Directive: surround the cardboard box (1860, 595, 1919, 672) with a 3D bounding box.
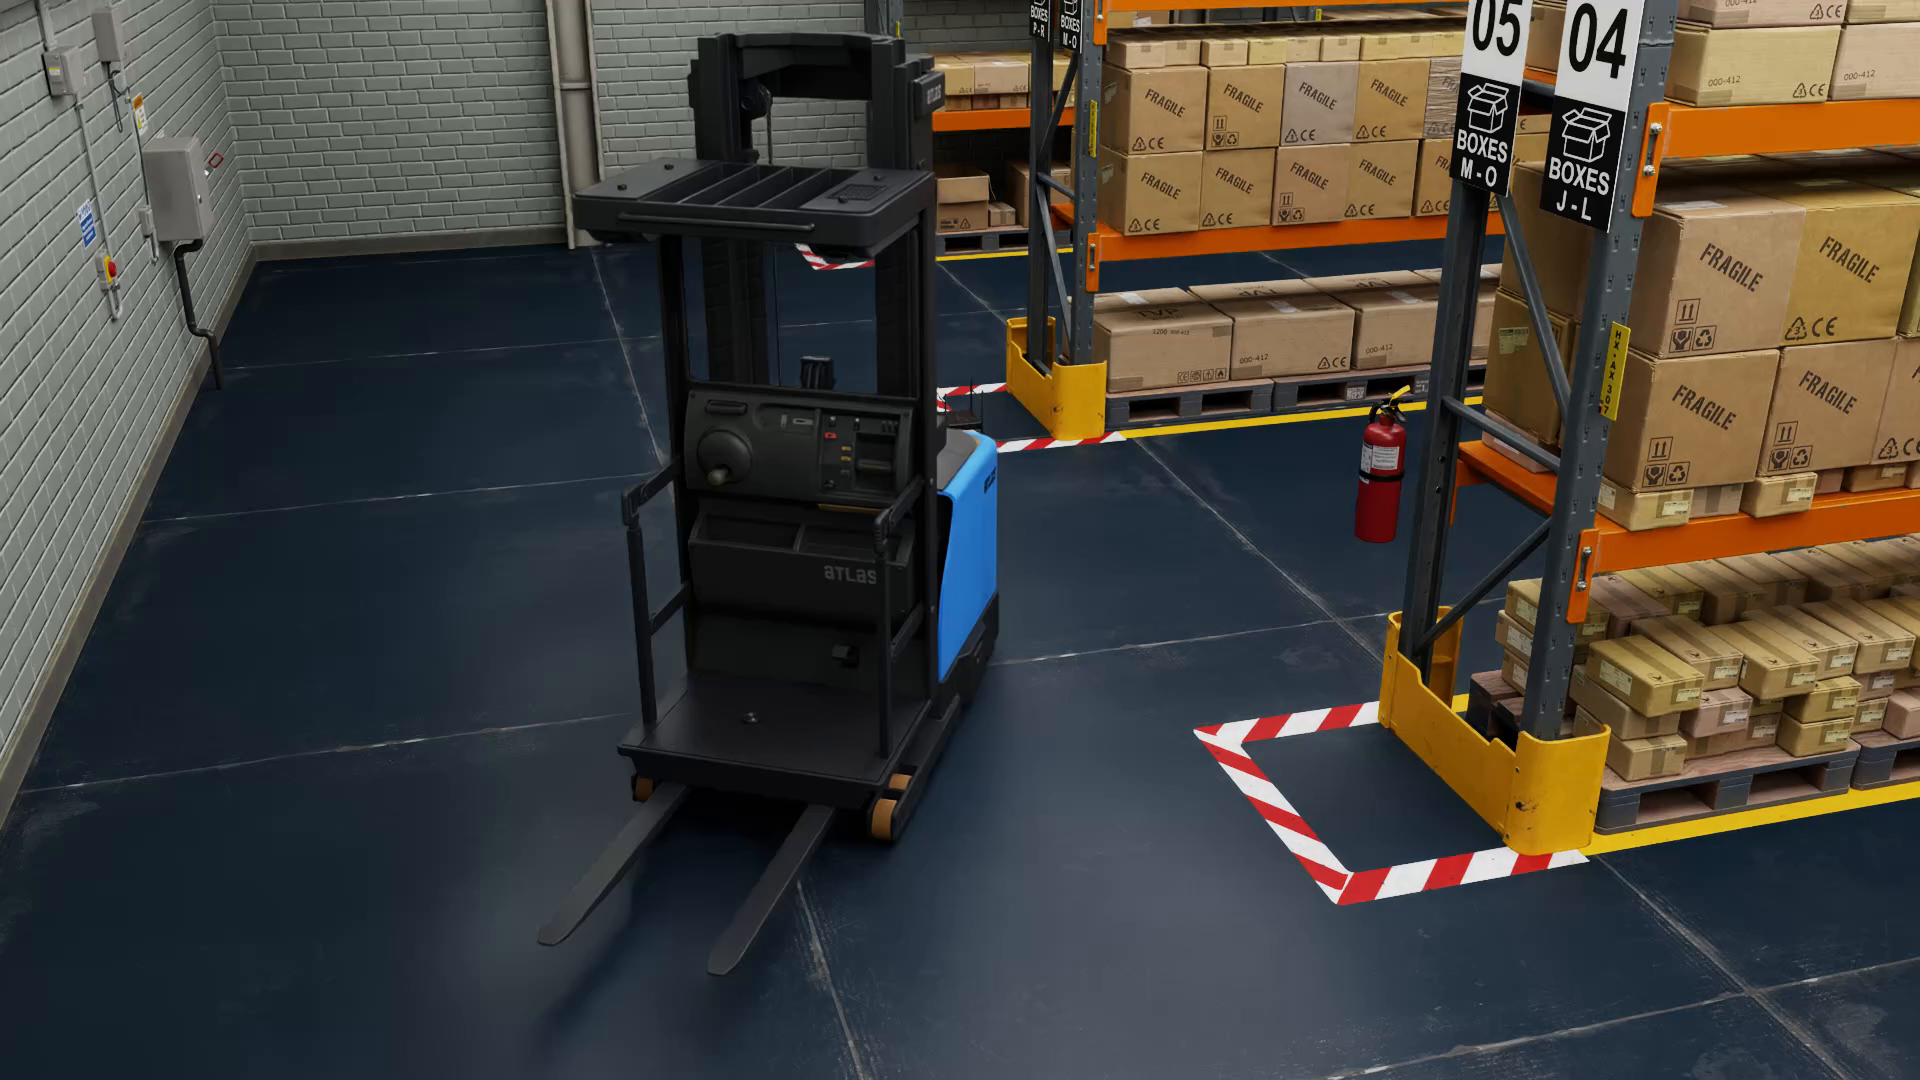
[{"bbox_3d":[3.949,0.384,6.880,0.250,0.149,0.380,-6,24,-14],"label":"cardboard box"}]

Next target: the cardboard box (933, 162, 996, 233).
[{"bbox_3d":[-0.074,-3.213,15.568,0.637,0.503,0.797,-7,24,-16],"label":"cardboard box"}]

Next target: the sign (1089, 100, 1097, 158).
[{"bbox_3d":[0.800,-2.477,10.020,0.005,0.325,0.100,-6,24,-14],"label":"sign"}]

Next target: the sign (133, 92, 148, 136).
[{"bbox_3d":[-5.378,-2.794,10.910,0.001,0.242,0.339,-6,24,-14],"label":"sign"}]

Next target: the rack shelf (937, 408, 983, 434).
[{"bbox_3d":[-0.008,-0.630,8.977,0.200,0.077,0.258,-6,24,-14],"label":"rack shelf"}]

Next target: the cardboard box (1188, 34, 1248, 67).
[{"bbox_3d":[1.587,-3.029,10.289,0.250,0.149,0.380,-6,24,-13],"label":"cardboard box"}]

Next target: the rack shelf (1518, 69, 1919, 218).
[{"bbox_3d":[4.016,-1.646,6.391,4.000,0.370,1.077,-6,24,-14],"label":"rack shelf"}]

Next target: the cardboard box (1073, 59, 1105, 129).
[{"bbox_3d":[1.056,-2.901,10.813,0.500,0.500,0.500,-6,24,-13],"label":"cardboard box"}]

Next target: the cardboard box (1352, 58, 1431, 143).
[{"bbox_3d":[2.664,-2.871,10.743,0.500,0.500,0.500,-6,24,-14],"label":"cardboard box"}]

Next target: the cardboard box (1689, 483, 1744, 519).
[{"bbox_3d":[2.725,-0.223,6.284,0.250,0.149,0.380,-5,24,-12],"label":"cardboard box"}]

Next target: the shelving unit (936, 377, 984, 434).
[{"bbox_3d":[-0.008,-0.413,9.071,0.210,0.900,0.258,-6,24,-14],"label":"shelving unit"}]

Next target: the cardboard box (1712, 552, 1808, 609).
[{"bbox_3d":[3.514,0.172,7.374,0.250,0.149,0.380,-5,24,-12],"label":"cardboard box"}]

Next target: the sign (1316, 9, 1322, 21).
[{"bbox_3d":[3.317,-4.757,15.434,0.005,0.325,0.100,-6,24,-14],"label":"sign"}]

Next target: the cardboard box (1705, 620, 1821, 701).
[{"bbox_3d":[3.197,0.478,6.660,0.250,0.149,0.380,-6,24,-15],"label":"cardboard box"}]

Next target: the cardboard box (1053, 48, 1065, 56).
[{"bbox_3d":[1.161,-4.517,15.785,0.500,0.250,0.500,-6,24,-14],"label":"cardboard box"}]

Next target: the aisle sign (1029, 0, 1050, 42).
[{"bbox_3d":[0.503,-3.559,10.443,0.004,0.787,0.394,-6,24,-14],"label":"aisle sign"}]

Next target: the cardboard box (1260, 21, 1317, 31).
[{"bbox_3d":[2.161,-3.329,10.986,0.250,0.149,0.380,-6,24,-13],"label":"cardboard box"}]

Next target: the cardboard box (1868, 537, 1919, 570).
[{"bbox_3d":[4.291,0.136,7.458,0.250,0.149,0.380,-7,24,-17],"label":"cardboard box"}]

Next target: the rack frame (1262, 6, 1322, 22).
[{"bbox_3d":[3.163,-4.564,16.083,0.127,3.000,1.000,-6,24,-14],"label":"rack frame"}]

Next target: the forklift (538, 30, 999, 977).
[{"bbox_3d":[-0.693,-0.339,6.324,1.130,2.935,3.031,6,24,14],"label":"forklift"}]

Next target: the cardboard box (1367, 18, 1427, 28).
[{"bbox_3d":[2.917,-3.393,11.137,0.250,0.149,0.380,-6,24,-15],"label":"cardboard box"}]

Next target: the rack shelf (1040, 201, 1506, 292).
[{"bbox_3d":[2.582,-2.136,11.337,4.000,0.370,1.077,-6,24,-14],"label":"rack shelf"}]

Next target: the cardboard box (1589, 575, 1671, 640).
[{"bbox_3d":[2.789,0.301,7.074,0.250,0.149,0.380,-6,24,-13],"label":"cardboard box"}]

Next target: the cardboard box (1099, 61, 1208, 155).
[{"bbox_3d":[1.195,-2.702,10.349,0.500,0.500,0.500,-7,24,-16],"label":"cardboard box"}]

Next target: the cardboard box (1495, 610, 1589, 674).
[{"bbox_3d":[2.522,0.430,7.149,0.250,0.149,0.380,-7,24,-16],"label":"cardboard box"}]

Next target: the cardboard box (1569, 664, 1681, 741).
[{"bbox_3d":[2.664,0.637,6.668,0.250,0.149,0.380,-5,24,-12],"label":"cardboard box"}]

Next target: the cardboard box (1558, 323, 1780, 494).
[{"bbox_3d":[2.597,-0.511,6.133,0.500,0.500,0.500,-5,24,-12],"label":"cardboard box"}]

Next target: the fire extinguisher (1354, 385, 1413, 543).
[{"bbox_3d":[1.723,-0.327,6.779,0.183,0.674,0.296,-6,24,-14],"label":"fire extinguisher"}]

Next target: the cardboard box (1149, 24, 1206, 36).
[{"bbox_3d":[1.411,-3.267,10.843,0.250,0.149,0.380,-7,24,-15],"label":"cardboard box"}]

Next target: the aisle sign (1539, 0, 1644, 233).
[{"bbox_3d":[2.101,-1.458,5.548,0.004,0.787,0.394,-6,24,-14],"label":"aisle sign"}]

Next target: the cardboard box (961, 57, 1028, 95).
[{"bbox_3d":[0.307,-4.206,15.061,0.500,0.250,0.500,-6,24,-14],"label":"cardboard box"}]

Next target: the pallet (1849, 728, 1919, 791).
[{"bbox_3d":[4.128,0.686,7.383,1.213,0.211,1.003,-6,24,-14],"label":"pallet"}]

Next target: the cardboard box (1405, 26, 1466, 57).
[{"bbox_3d":[3.049,-3.218,10.728,0.250,0.149,0.380,-7,24,-15],"label":"cardboard box"}]

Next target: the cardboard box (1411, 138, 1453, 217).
[{"bbox_3d":[3.156,-2.464,11.061,0.500,0.500,0.500,-7,24,-15],"label":"cardboard box"}]

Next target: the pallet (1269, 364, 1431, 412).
[{"bbox_3d":[2.577,-1.216,11.816,1.213,0.211,1.003,-6,24,-14],"label":"pallet"}]

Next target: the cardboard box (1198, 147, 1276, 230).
[{"bbox_3d":[1.675,-2.307,10.695,0.500,0.500,0.500,-7,24,-15],"label":"cardboard box"}]

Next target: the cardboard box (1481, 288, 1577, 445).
[{"bbox_3d":[2.454,-0.714,6.605,0.500,0.500,0.500,-6,24,-13],"label":"cardboard box"}]

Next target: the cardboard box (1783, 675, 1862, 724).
[{"bbox_3d":[3.431,0.583,6.793,0.250,0.149,0.380,-6,24,-13],"label":"cardboard box"}]

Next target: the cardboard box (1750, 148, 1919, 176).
[{"bbox_3d":[3.450,-1.284,6.665,0.500,0.500,0.500,-5,24,-12],"label":"cardboard box"}]

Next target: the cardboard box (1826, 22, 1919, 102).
[{"bbox_3d":[3.100,-1.700,5.795,0.500,0.250,0.500,-6,24,-13],"label":"cardboard box"}]

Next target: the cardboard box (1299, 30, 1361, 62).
[{"bbox_3d":[2.326,-3.123,10.506,0.250,0.149,0.380,-6,24,-14],"label":"cardboard box"}]

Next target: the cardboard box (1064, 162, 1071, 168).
[{"bbox_3d":[1.296,-3.306,15.789,0.500,0.500,0.500,-6,24,-13],"label":"cardboard box"}]

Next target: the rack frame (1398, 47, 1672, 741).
[{"bbox_3d":[2.091,-0.385,6.344,0.127,3.000,1.000,-6,24,-14],"label":"rack frame"}]

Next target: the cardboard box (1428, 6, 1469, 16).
[{"bbox_3d":[4.943,-4.908,16.226,0.500,0.500,0.700,-6,24,-15],"label":"cardboard box"}]

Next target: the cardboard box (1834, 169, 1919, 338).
[{"bbox_3d":[3.586,-1.078,6.186,0.500,0.500,0.500,-7,24,-16],"label":"cardboard box"}]

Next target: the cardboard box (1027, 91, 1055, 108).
[{"bbox_3d":[0.692,-4.073,15.258,0.250,0.149,0.380,-6,24,-14],"label":"cardboard box"}]

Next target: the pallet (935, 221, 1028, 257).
[{"bbox_3d":[0.152,-2.950,15.858,1.213,0.211,1.003,-6,24,-14],"label":"pallet"}]

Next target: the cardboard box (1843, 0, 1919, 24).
[{"bbox_3d":[3.086,-1.929,5.693,0.500,0.250,0.500,-7,24,-15],"label":"cardboard box"}]

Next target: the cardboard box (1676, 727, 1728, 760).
[{"bbox_3d":[2.911,0.738,6.808,0.250,0.149,0.380,-6,24,-15],"label":"cardboard box"}]

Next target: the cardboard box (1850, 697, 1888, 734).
[{"bbox_3d":[3.644,0.660,6.990,0.250,0.149,0.380,-6,24,-14],"label":"cardboard box"}]

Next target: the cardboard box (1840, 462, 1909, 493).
[{"bbox_3d":[3.479,-0.330,6.535,0.250,0.149,0.380,-7,24,-15],"label":"cardboard box"}]

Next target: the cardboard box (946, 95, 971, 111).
[{"bbox_3d":[-0.065,-3.998,15.083,0.250,0.149,0.380,-6,24,-13],"label":"cardboard box"}]

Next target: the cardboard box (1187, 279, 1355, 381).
[{"bbox_3d":[2.143,-1.479,11.608,0.875,0.438,0.875,-6,24,-13],"label":"cardboard box"}]

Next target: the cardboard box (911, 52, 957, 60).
[{"bbox_3d":[-0.317,-4.356,15.410,0.500,0.250,0.500,-6,24,-13],"label":"cardboard box"}]
